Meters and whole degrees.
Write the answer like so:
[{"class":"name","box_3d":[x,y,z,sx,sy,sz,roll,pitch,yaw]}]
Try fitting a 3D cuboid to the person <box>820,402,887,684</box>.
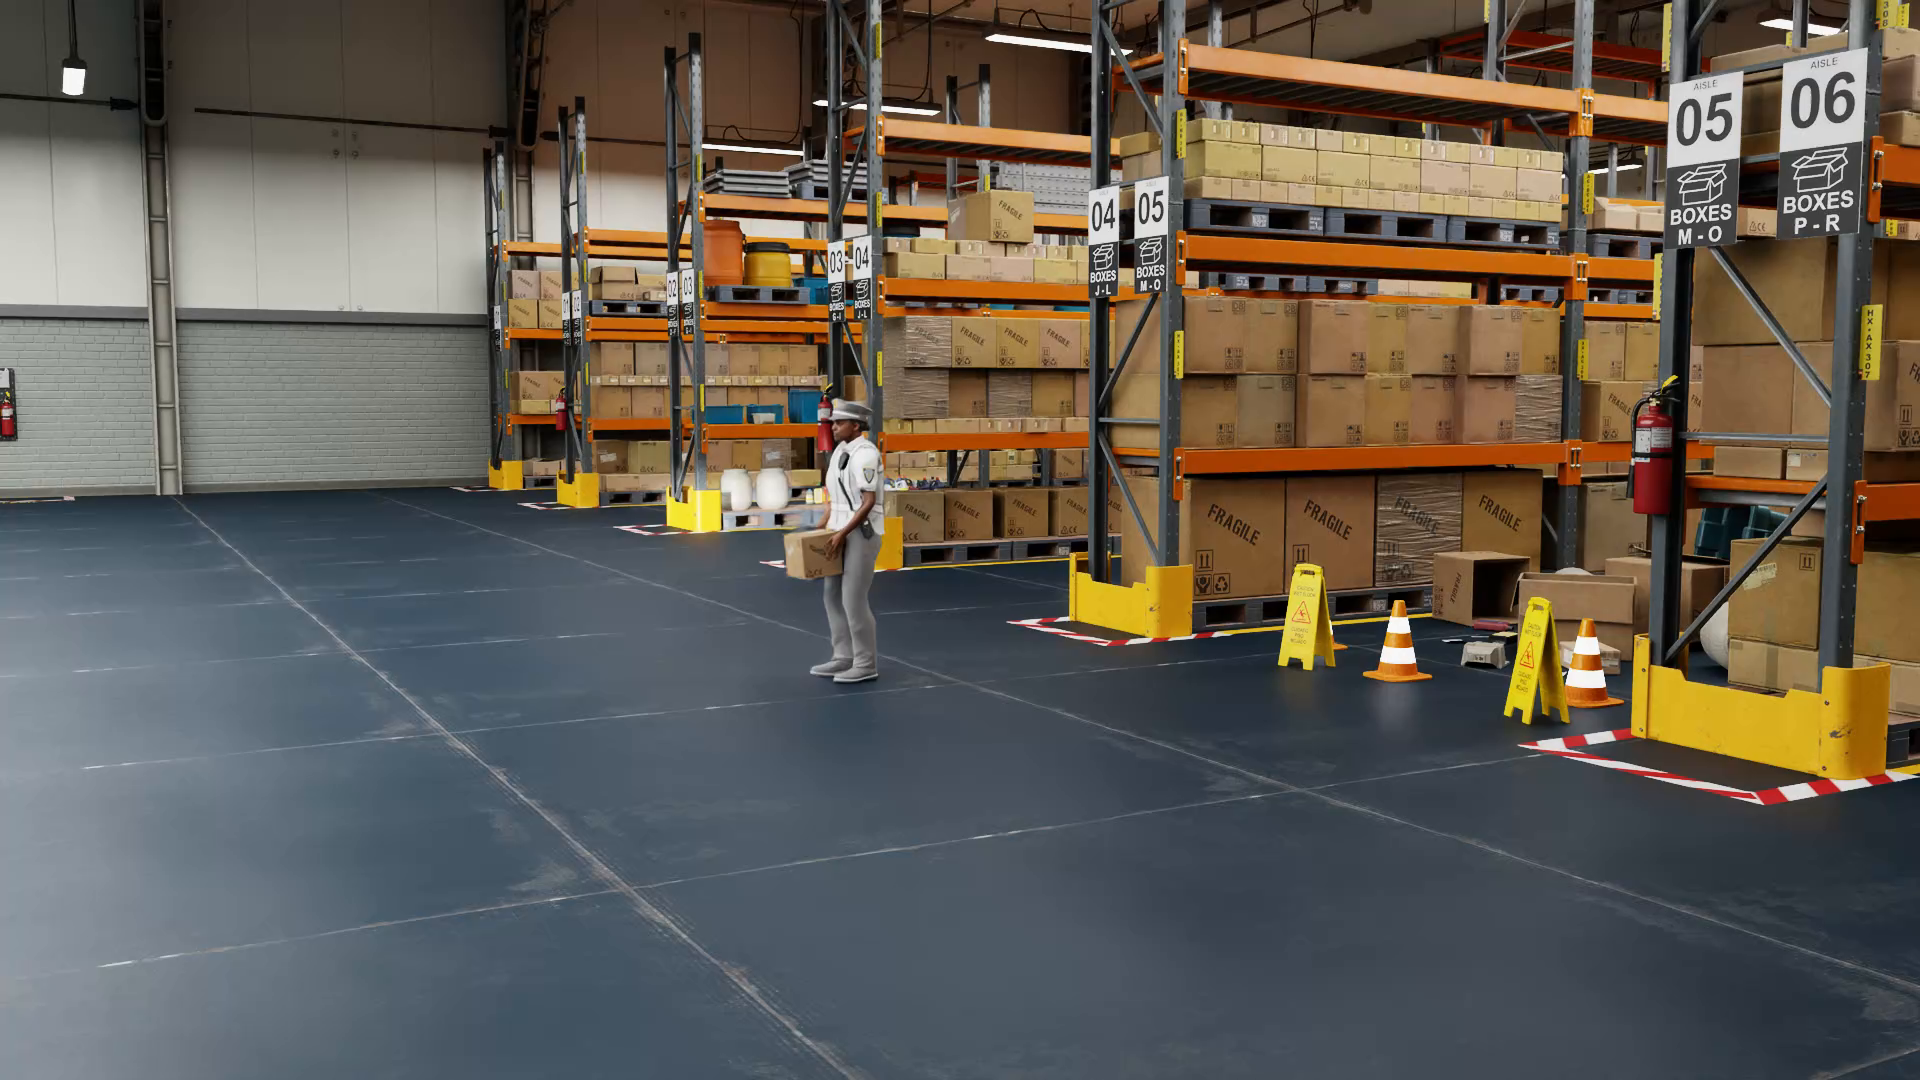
[{"class":"person","box_3d":[-0.661,0.007,9.944,0.397,1.655,0.516,-3,6,-31]}]
